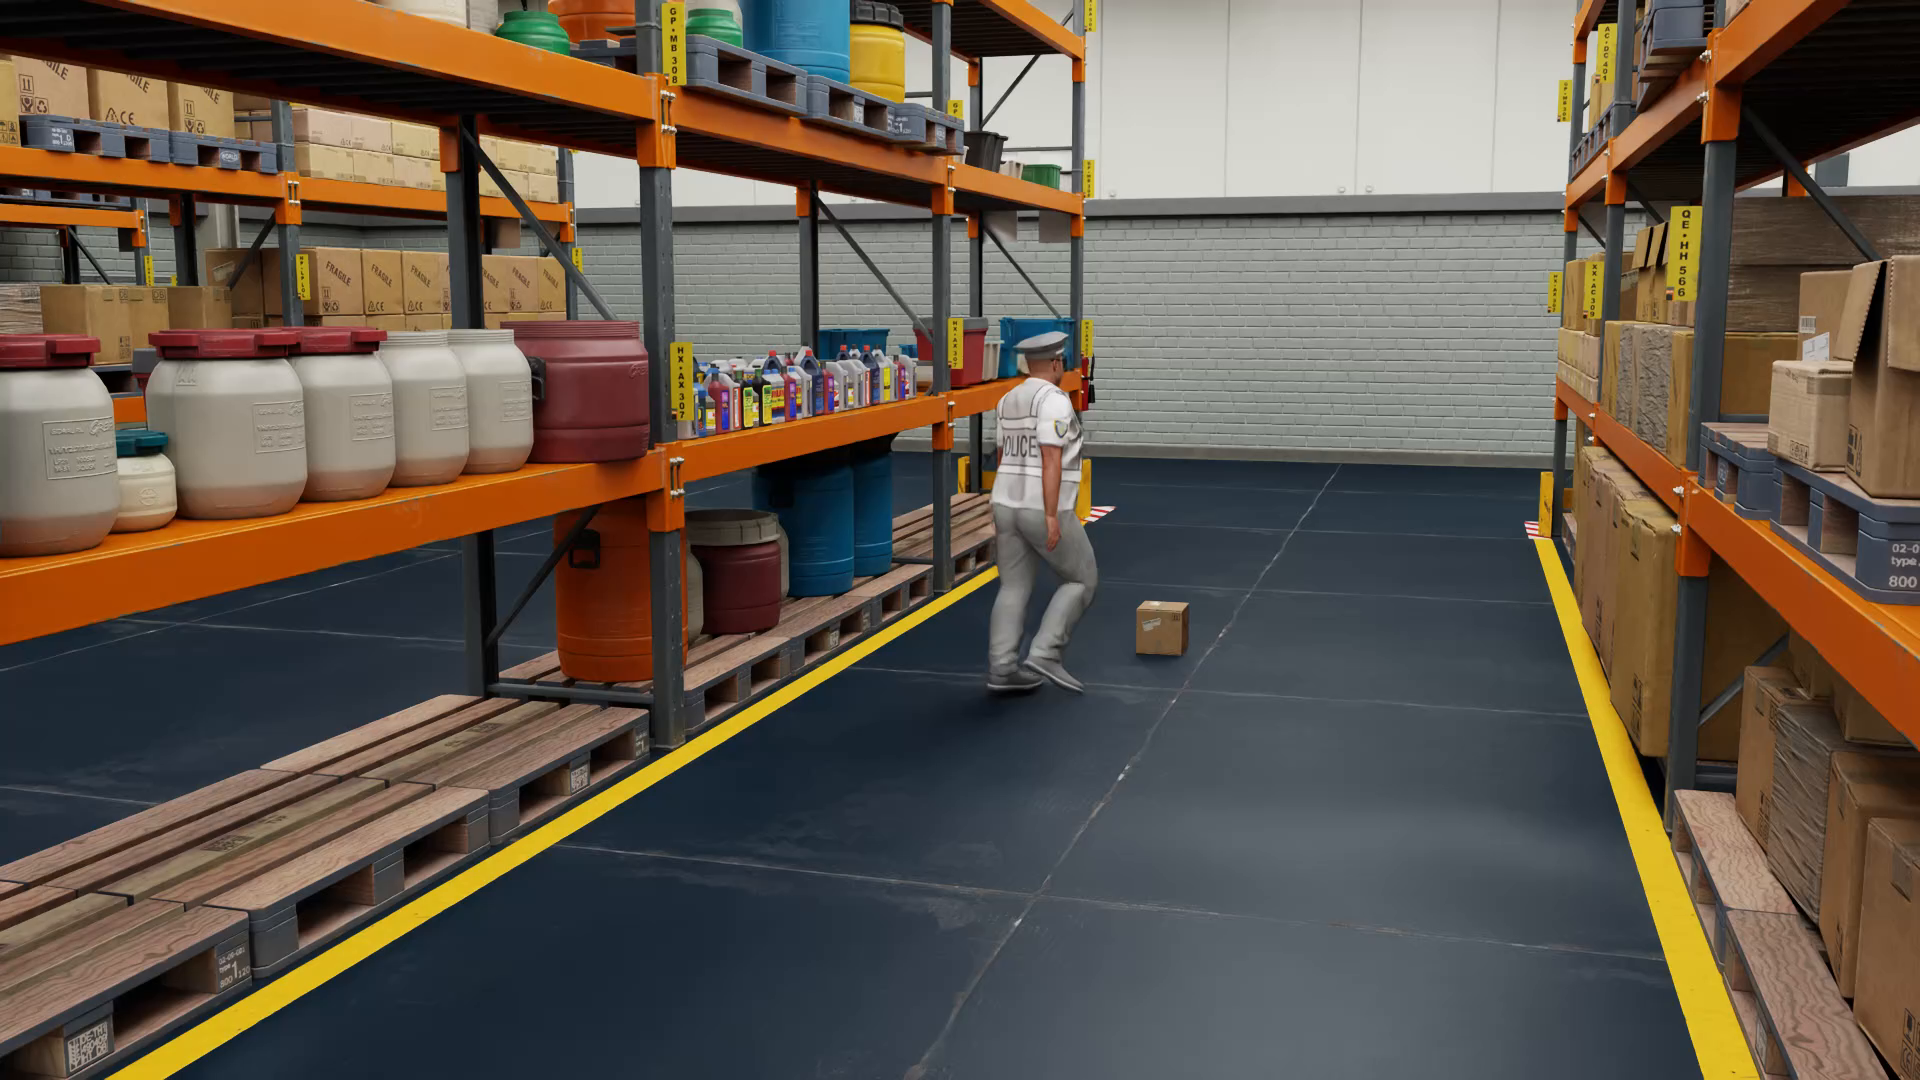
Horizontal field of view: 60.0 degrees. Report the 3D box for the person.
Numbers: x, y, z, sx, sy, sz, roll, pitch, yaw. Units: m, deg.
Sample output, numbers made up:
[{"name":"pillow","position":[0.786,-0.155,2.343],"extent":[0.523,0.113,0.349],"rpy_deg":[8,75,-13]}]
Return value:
[{"name":"person","position":[0.359,-0.133,8.110],"extent":[0.513,1.757,0.569],"rpy_deg":[-7,11,-38]}]
